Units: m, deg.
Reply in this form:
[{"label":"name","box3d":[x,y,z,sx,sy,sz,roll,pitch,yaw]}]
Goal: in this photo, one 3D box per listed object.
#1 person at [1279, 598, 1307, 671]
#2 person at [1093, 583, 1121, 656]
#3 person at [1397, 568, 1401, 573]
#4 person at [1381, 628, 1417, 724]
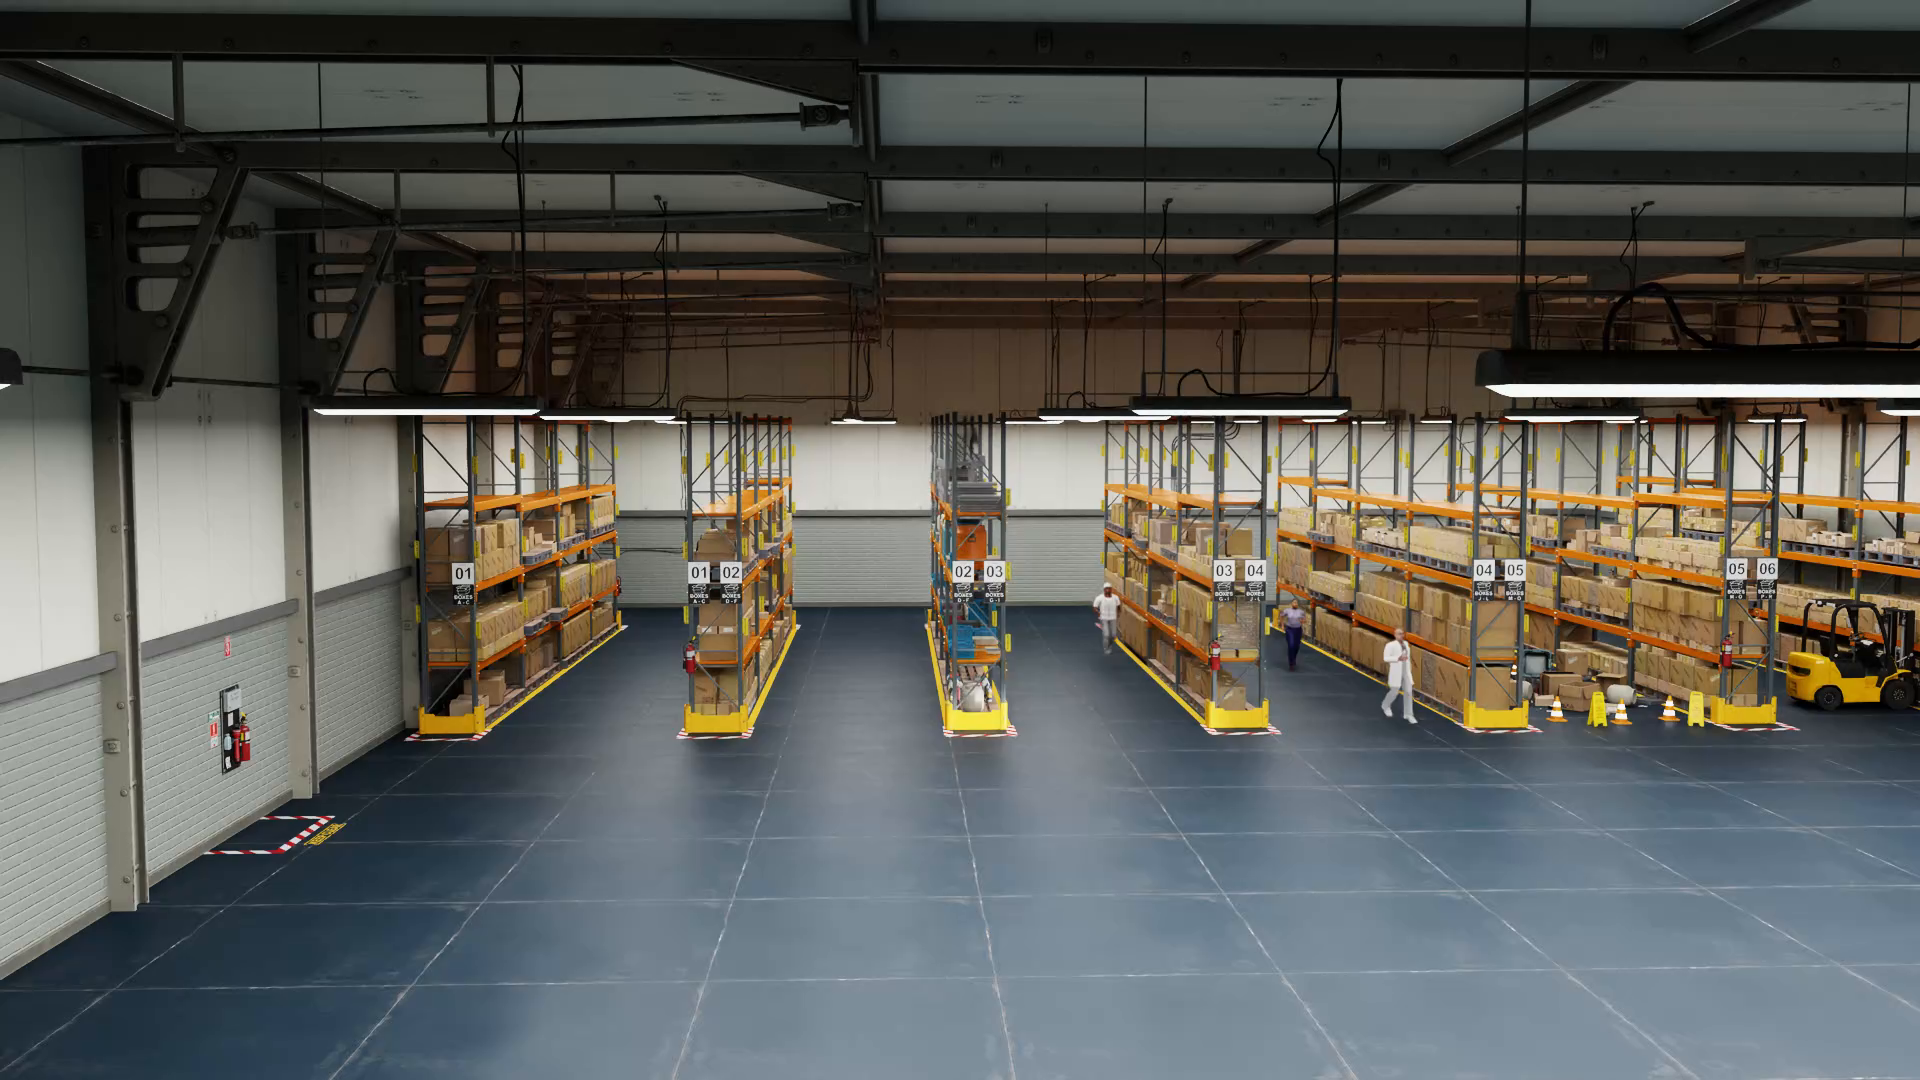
[{"label":"person","box3d":[7.890,2.232,39.331,0.582,1.695,0.758,-1,4,-9]},{"label":"person","box3d":[3.513,1.884,39.485,0.696,1.735,0.558,-1,4,-8]},{"label":"person","box3d":[13.070,1.582,49.286,0.677,1.575,0.539,0,4,7]},{"label":"person","box3d":[8.527,2.604,32.263,0.705,1.780,1.009,-1,4,-18]}]
